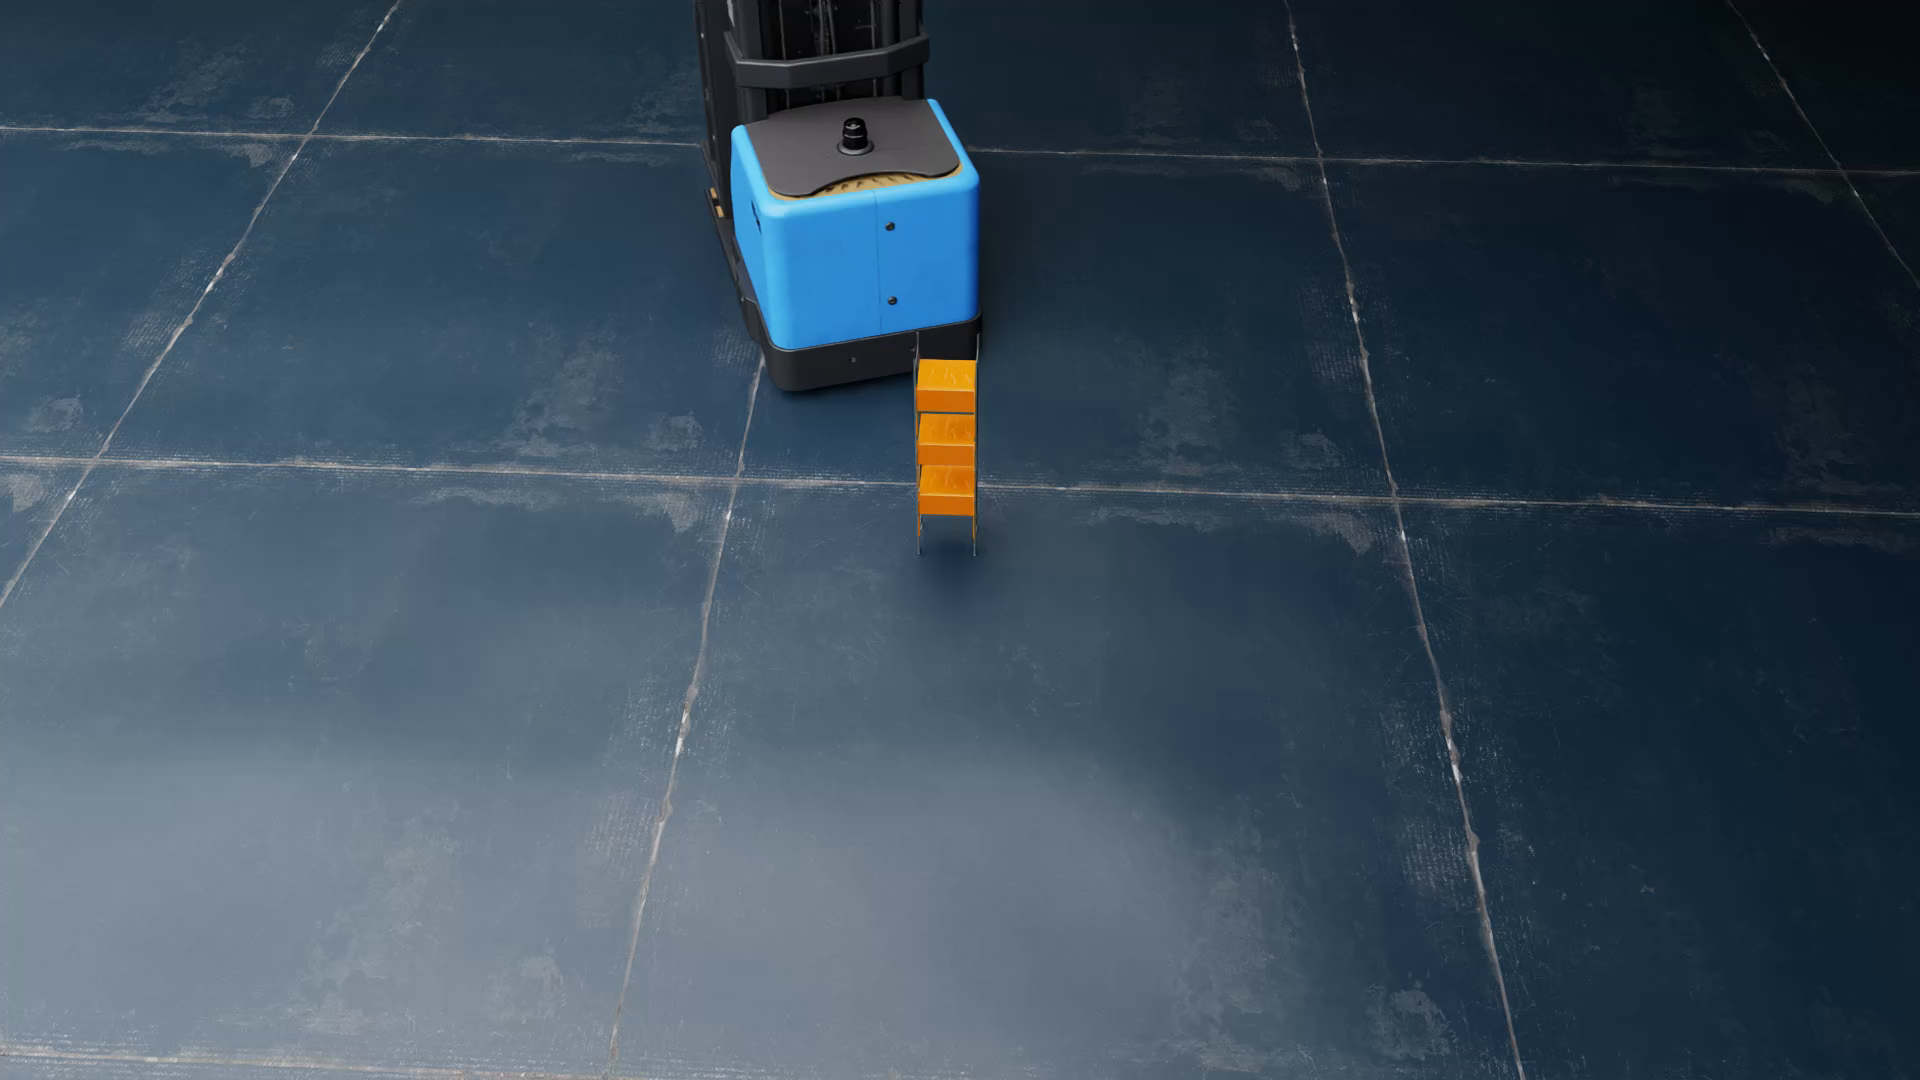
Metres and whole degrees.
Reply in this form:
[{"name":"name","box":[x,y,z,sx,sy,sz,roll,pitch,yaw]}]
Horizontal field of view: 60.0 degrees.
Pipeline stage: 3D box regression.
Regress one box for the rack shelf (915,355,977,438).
[{"name":"rack shelf","box":[-0.053,-0.586,6.793,0.240,0.259,0.215,2,43,2]}]

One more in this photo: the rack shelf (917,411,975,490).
[{"name":"rack shelf","box":[-0.053,-0.378,6.987,0.240,0.259,0.215,2,43,2]}]

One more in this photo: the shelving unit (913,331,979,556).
[{"name":"shelving unit","box":[-0.053,-0.386,6.979,0.252,1.050,0.215,2,43,2]}]

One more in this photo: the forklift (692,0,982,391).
[{"name":"forklift","box":[-0.788,-2.807,8.198,1.130,2.935,3.031,-11,44,-12]}]

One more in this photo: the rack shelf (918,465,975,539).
[{"name":"rack shelf","box":[-0.053,-0.175,7.176,0.240,0.259,0.215,2,43,2]}]

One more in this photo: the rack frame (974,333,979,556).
[{"name":"rack frame","box":[0.068,-0.382,6.975,0.008,1.050,0.200,2,43,2]}]

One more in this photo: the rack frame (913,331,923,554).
[{"name":"rack frame","box":[-0.175,-0.390,6.983,0.008,1.050,0.200,2,43,2]}]
